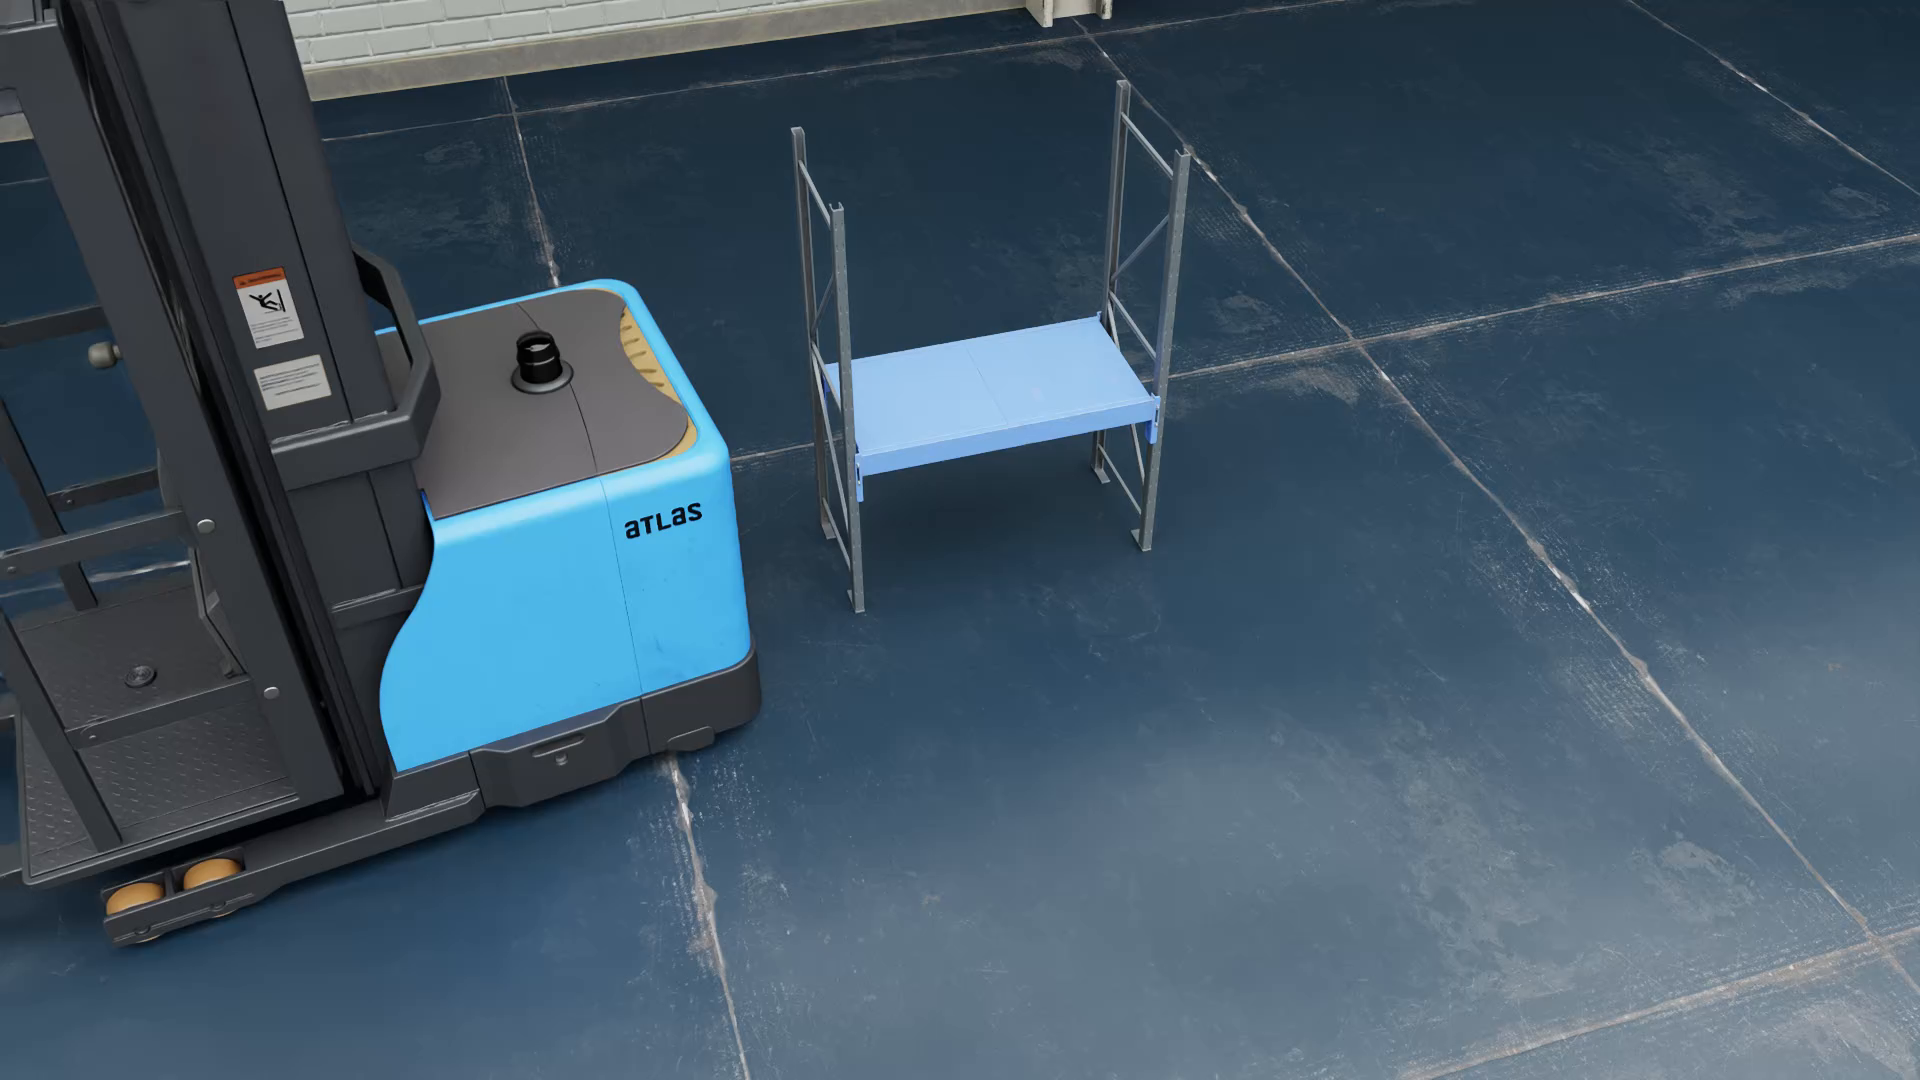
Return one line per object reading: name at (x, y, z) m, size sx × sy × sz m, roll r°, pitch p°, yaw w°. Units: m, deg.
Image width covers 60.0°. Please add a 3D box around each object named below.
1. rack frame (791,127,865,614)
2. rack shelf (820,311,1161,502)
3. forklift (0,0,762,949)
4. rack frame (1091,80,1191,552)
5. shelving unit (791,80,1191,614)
rack frame at (-0.404, -0.481, 5.161) m, size 0.032 × 1.500 × 0.500 m, roll -12°, pitch 42°, yaw -13°
rack shelf at (0.081, -0.446, 5.394) m, size 1.000 × 0.185 × 0.538 m, roll -12°, pitch 42°, yaw -13°
forklift at (-2.165, -0.414, 3.996) m, size 3.031 × 2.935 × 1.130 m, roll -17°, pitch 44°, yaw -18°
rack frame at (0.566, -0.682, 5.391) m, size 0.032 × 1.500 × 0.500 m, roll -12°, pitch 42°, yaw -13°
shelving unit at (0.081, -0.582, 5.276) m, size 1.048 × 1.500 × 0.538 m, roll -12°, pitch 42°, yaw -13°
